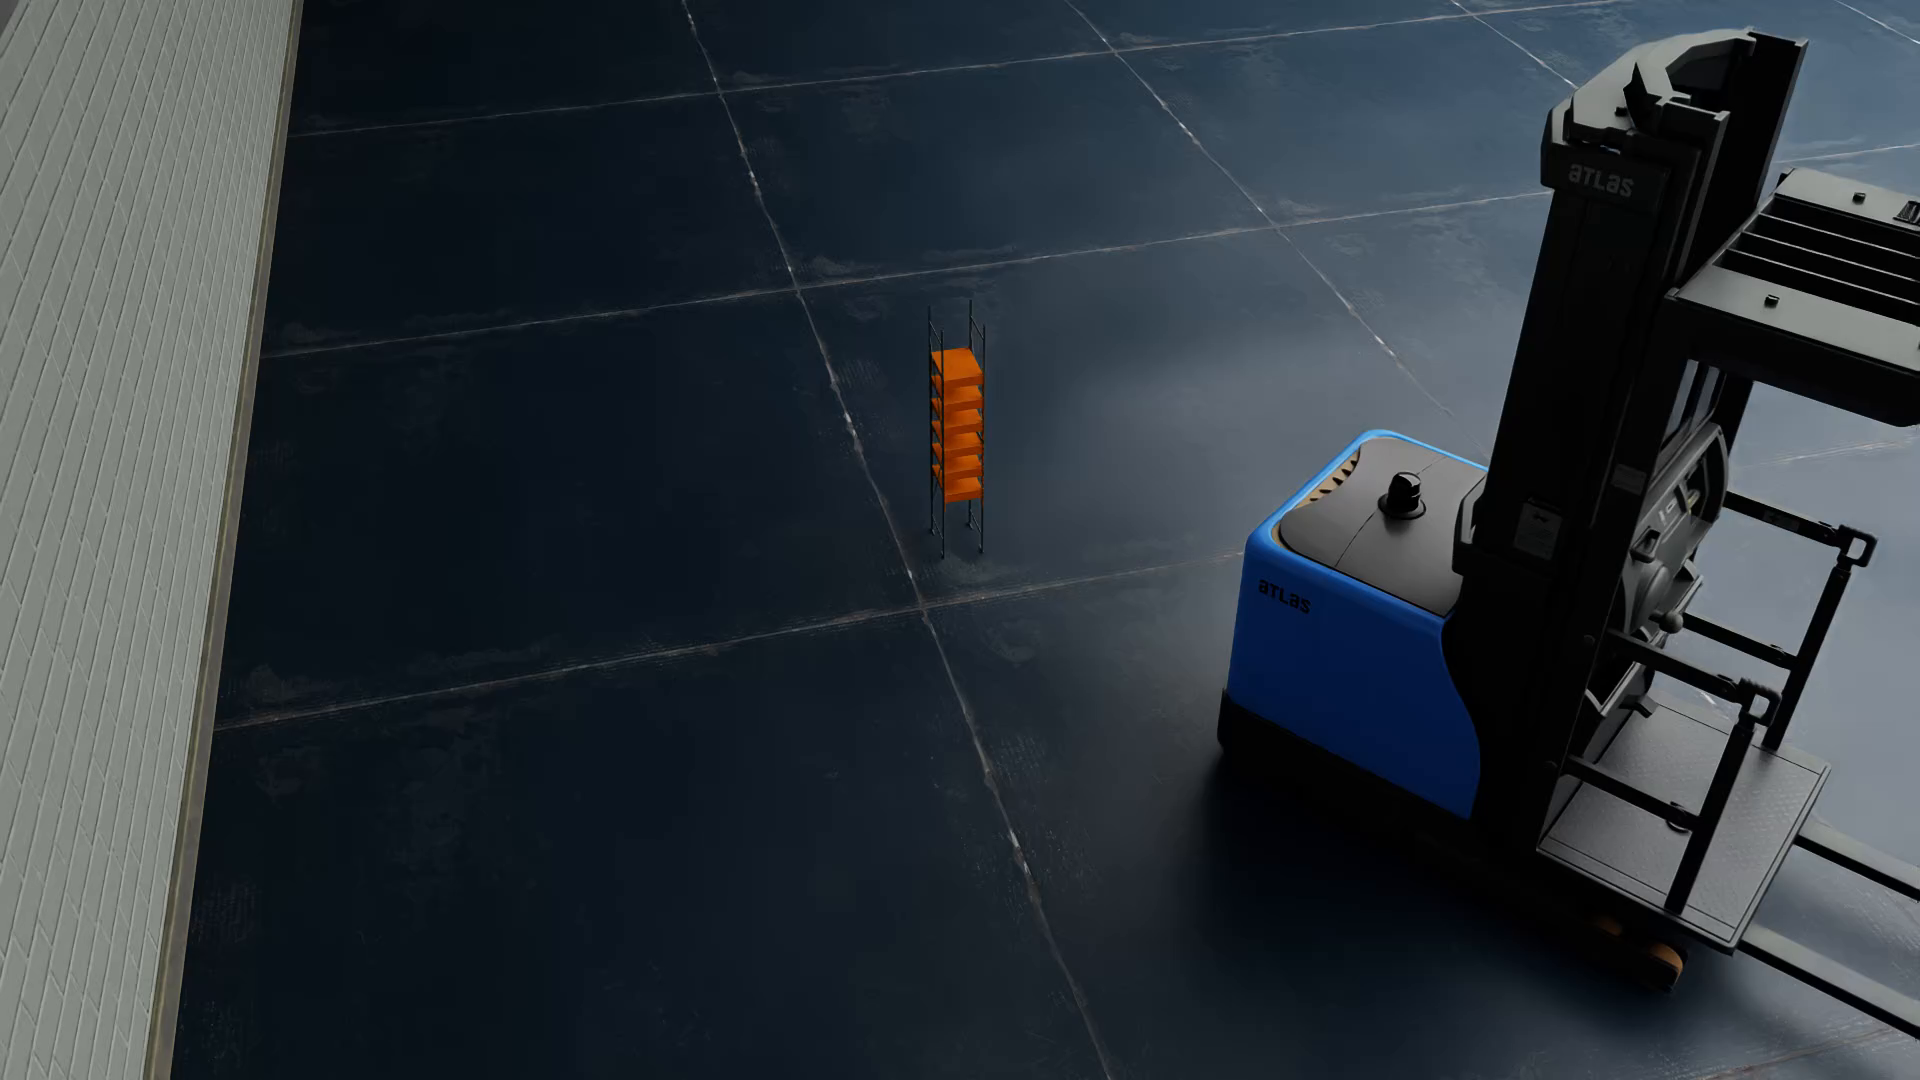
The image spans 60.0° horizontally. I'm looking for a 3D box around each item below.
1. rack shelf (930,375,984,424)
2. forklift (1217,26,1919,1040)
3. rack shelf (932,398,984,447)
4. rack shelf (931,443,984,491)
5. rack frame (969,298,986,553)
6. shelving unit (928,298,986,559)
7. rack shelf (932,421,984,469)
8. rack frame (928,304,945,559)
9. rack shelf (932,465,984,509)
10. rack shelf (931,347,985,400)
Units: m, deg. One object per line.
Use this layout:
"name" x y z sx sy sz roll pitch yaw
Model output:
"rack shelf" -0.014 -0.630 7.264 0.180 0.103 0.258 -9 38 -12
"forklift" 2.486 0.016 5.316 3.031 2.935 1.130 26 45 30
"rack shelf" -0.014 -0.534 7.337 0.180 0.103 0.258 -9 38 -12
"rack shelf" -0.014 -0.344 7.482 0.180 0.103 0.258 -9 38 -12
"rack frame" 0.074 -0.489 7.401 0.006 1.200 0.240 -9 38 -12
"shelving unit" -0.014 -0.474 7.382 0.189 1.200 0.258 -9 38 -12
"rack shelf" -0.014 -0.439 7.409 0.180 0.103 0.258 -9 38 -12
"rack frame" -0.102 -0.460 7.364 0.006 1.200 0.240 -9 38 -12
"rack shelf" -0.014 -0.248 7.555 0.180 0.103 0.258 -9 38 -12
"rack shelf" -0.014 -0.725 7.191 0.180 0.103 0.258 -9 38 -12
